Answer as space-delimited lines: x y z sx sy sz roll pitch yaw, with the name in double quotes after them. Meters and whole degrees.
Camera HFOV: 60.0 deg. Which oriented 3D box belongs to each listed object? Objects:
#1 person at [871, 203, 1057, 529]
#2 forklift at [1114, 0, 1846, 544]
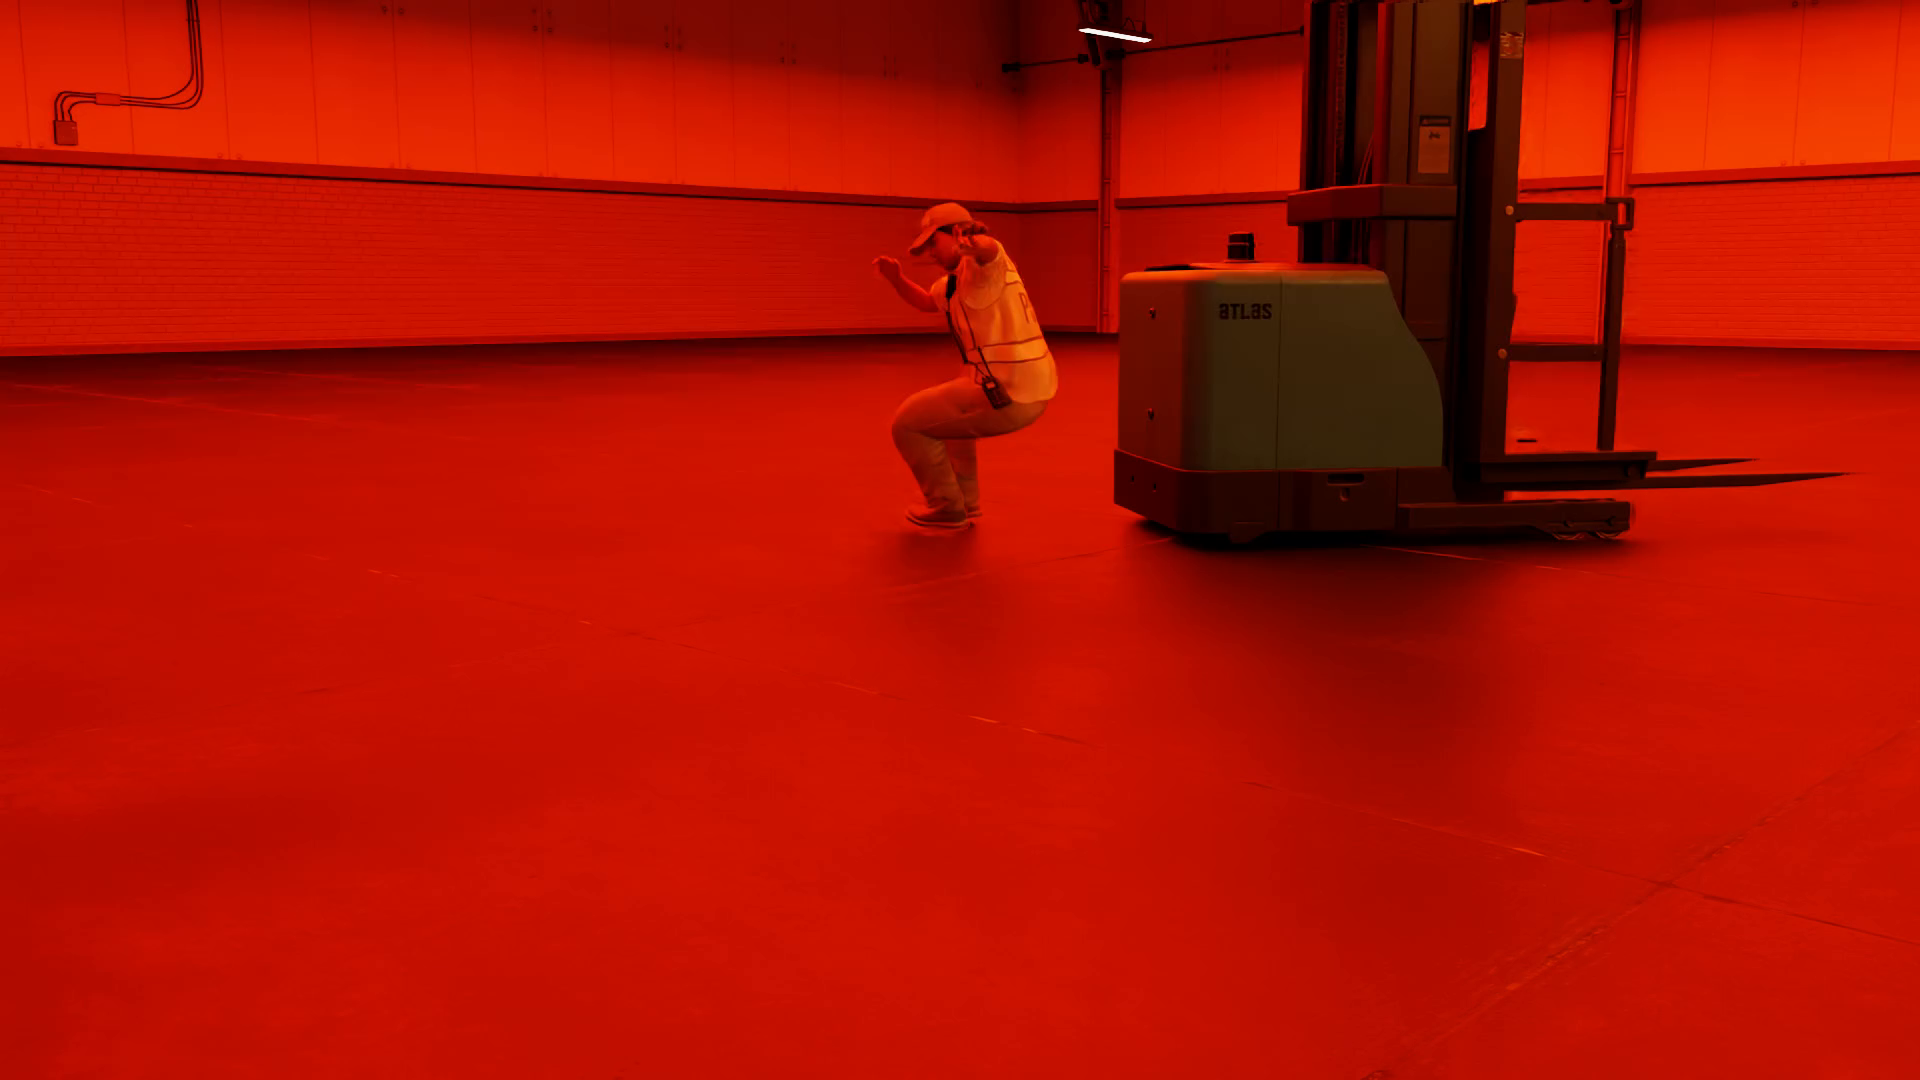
0.005 -0.639 6.537 0.721 1.361 1.418 1 9 10 "person"
2.245 -1.519 6.964 3.031 2.935 1.130 -2 9 -11 "forklift"
